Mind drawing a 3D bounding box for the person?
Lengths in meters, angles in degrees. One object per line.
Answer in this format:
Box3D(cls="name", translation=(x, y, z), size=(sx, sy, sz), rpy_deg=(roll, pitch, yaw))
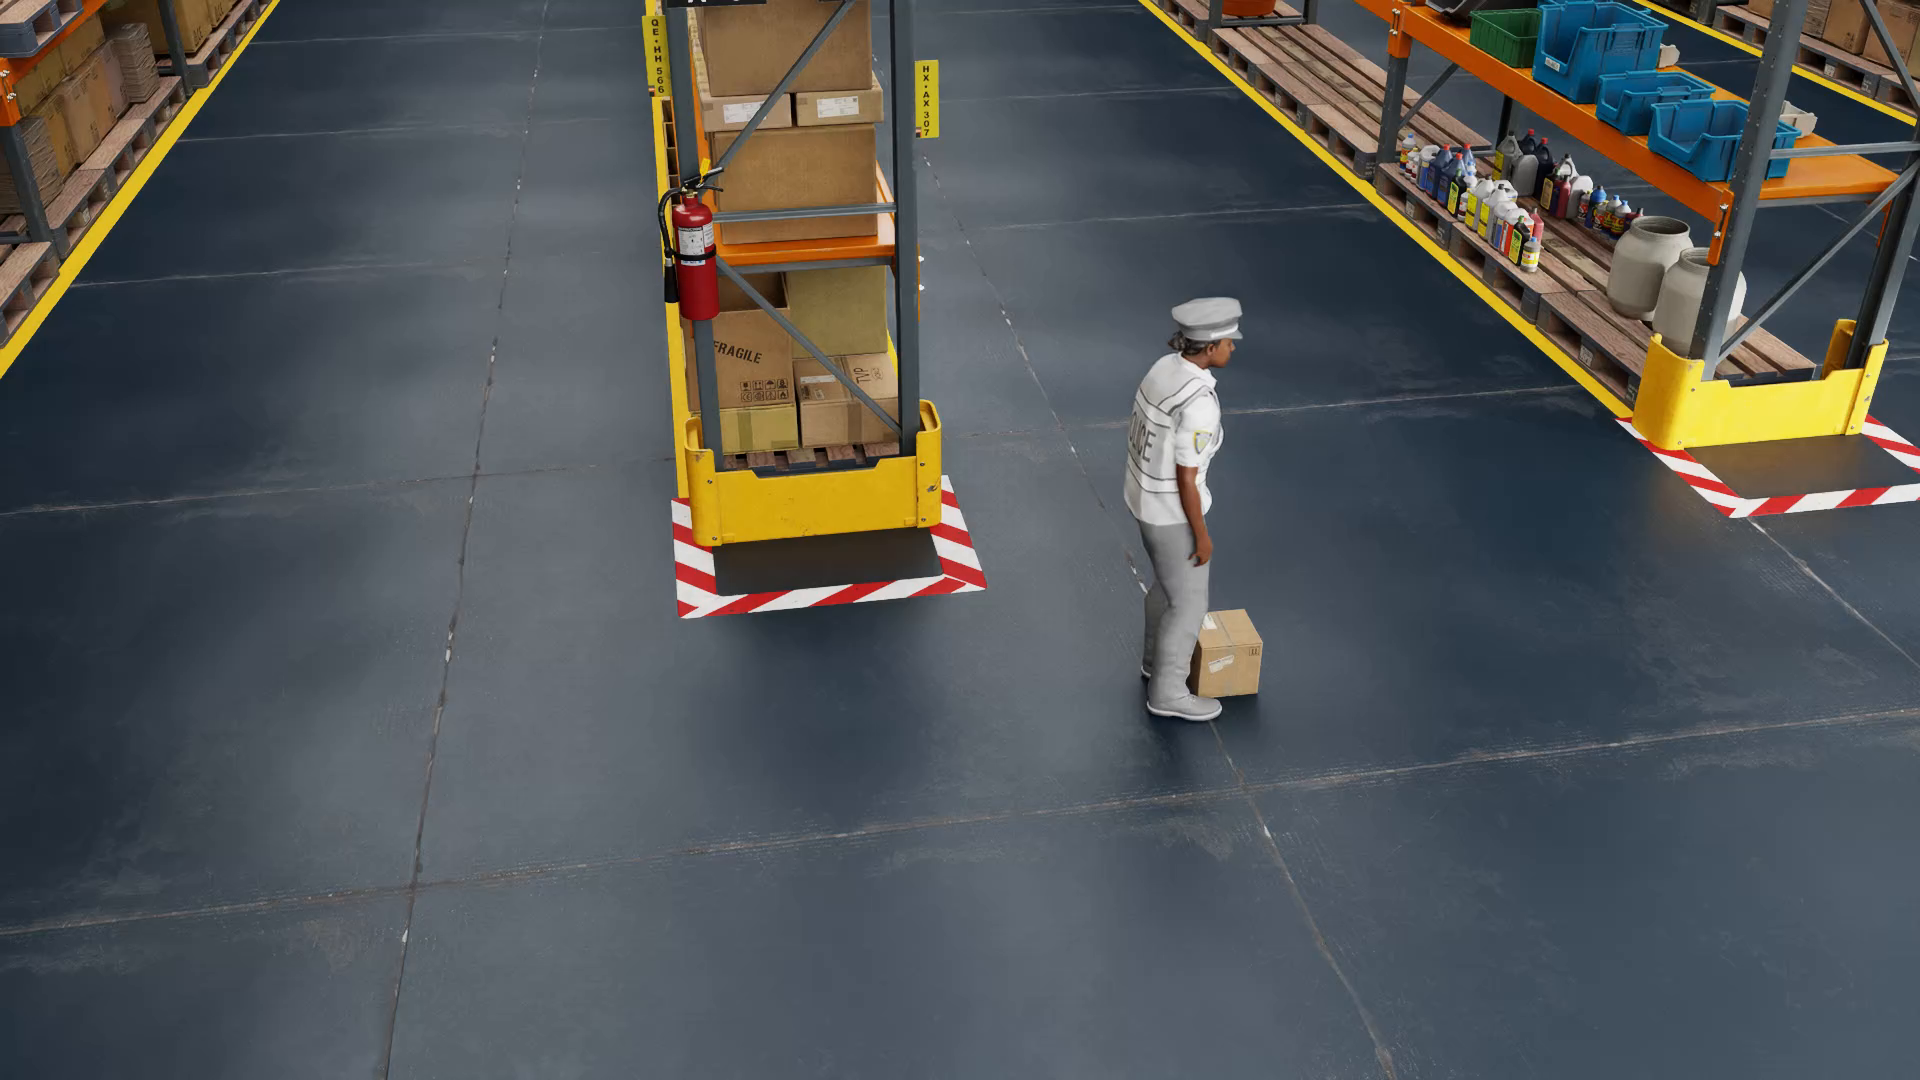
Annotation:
Box3D(cls="person", translation=(0.842, -0.116, 6.326), size=(0.415, 1.659, 0.505), rpy_deg=(-5, 31, -8))
